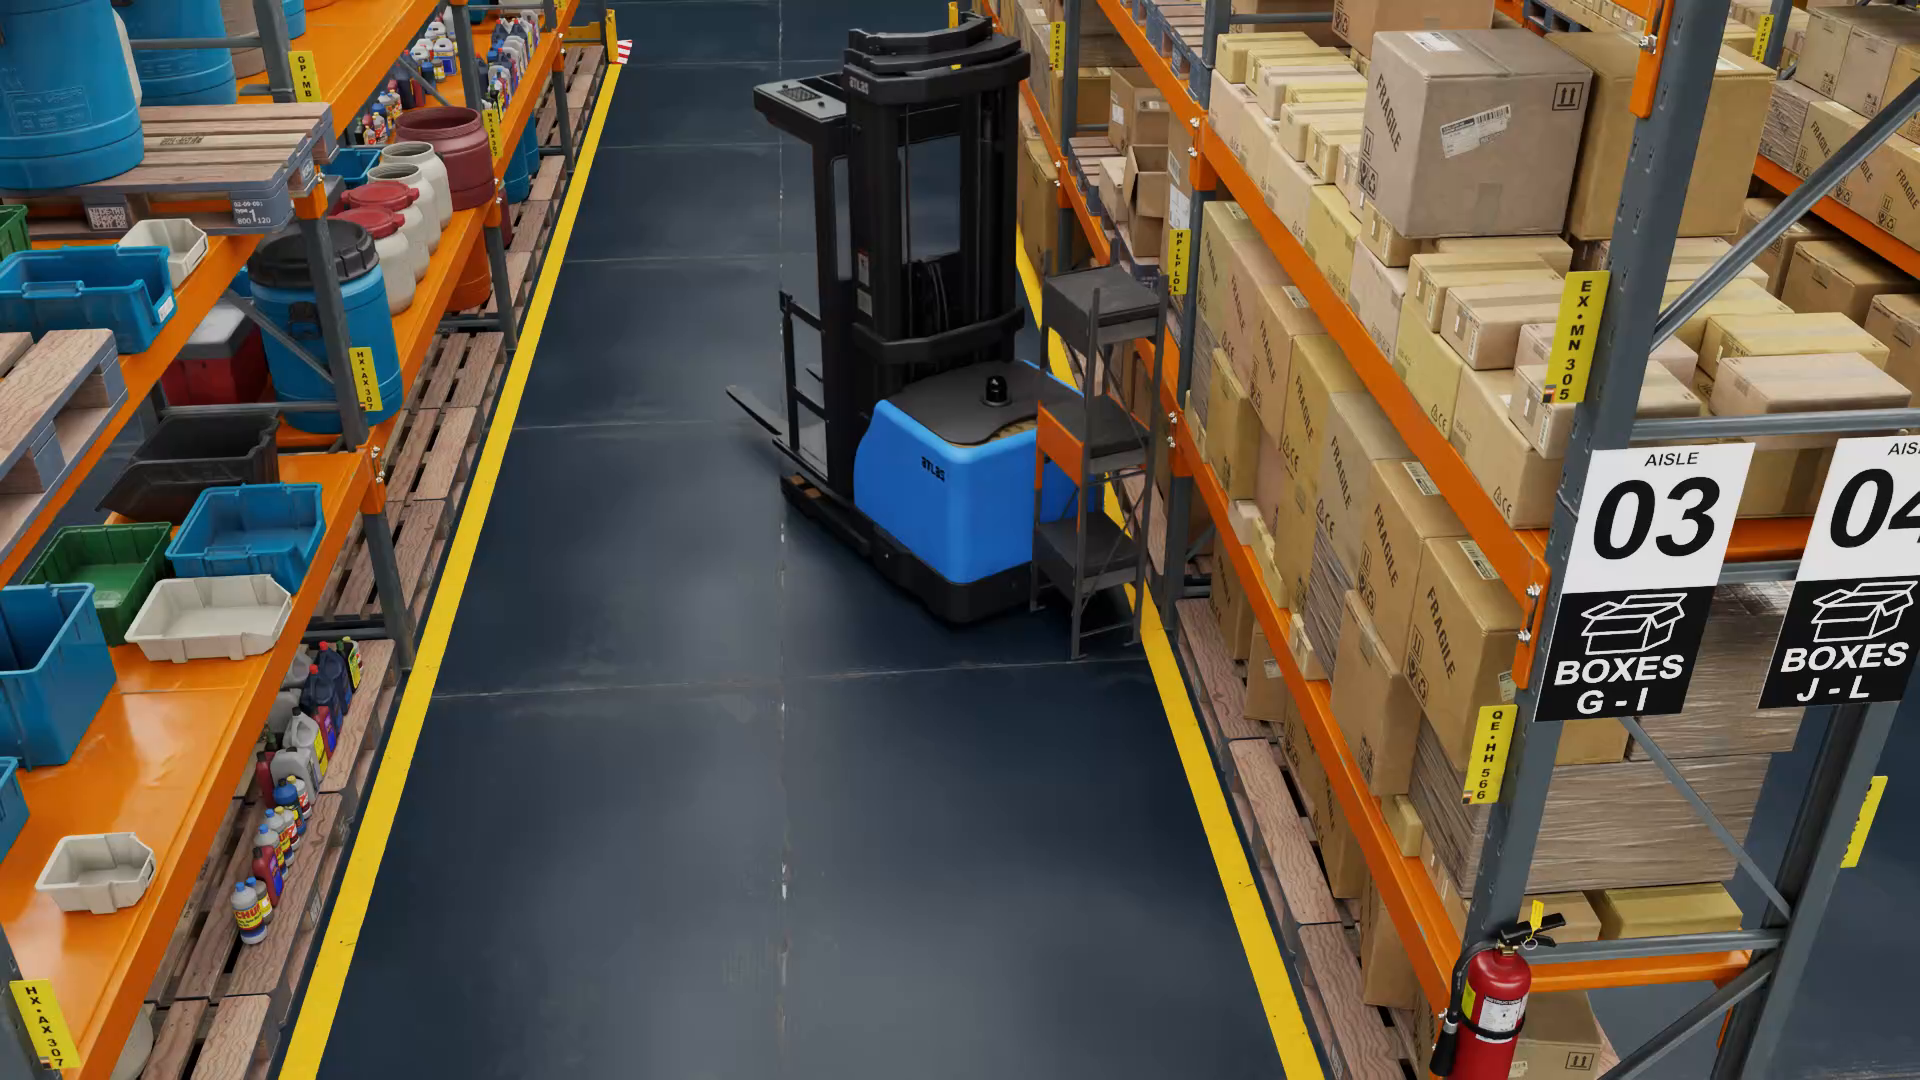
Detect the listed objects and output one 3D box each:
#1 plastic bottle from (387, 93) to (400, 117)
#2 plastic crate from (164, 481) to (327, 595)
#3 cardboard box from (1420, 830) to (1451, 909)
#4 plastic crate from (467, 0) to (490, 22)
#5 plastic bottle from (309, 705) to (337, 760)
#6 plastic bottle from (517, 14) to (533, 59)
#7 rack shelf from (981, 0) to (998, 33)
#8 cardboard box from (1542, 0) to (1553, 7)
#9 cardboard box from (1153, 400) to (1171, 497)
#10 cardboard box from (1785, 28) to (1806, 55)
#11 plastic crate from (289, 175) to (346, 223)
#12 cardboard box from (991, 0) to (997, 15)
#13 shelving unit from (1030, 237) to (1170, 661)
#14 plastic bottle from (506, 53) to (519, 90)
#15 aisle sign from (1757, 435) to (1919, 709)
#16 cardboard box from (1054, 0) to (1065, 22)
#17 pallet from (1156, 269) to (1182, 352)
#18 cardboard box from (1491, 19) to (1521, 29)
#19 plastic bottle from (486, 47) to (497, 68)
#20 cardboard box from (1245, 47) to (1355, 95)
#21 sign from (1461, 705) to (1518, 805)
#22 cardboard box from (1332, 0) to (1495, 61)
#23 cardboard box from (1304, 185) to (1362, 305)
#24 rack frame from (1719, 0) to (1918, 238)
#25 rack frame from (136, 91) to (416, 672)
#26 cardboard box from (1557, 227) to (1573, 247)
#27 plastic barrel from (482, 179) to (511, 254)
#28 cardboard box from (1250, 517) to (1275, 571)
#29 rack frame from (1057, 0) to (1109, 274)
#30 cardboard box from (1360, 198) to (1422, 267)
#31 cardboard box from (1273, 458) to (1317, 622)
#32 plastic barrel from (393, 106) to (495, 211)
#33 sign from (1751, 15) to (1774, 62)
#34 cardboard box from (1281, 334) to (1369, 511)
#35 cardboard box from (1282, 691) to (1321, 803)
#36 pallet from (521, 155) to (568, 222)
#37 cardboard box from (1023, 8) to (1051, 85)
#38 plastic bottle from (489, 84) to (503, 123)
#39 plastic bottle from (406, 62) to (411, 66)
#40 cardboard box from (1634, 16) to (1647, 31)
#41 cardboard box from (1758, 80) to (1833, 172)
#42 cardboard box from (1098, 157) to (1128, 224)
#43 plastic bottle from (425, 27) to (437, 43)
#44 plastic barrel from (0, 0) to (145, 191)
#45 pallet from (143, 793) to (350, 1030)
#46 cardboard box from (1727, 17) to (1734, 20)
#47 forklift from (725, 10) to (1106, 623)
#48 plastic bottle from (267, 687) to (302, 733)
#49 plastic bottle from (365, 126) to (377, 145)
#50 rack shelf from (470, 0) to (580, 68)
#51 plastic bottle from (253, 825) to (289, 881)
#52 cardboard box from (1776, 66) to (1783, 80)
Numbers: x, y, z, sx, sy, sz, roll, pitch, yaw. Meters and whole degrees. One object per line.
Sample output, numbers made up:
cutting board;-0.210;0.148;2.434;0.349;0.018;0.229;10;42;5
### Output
plastic bottle;-4.247;-3.234;12.432;0.097;0.201;0.097;0;31;0
plastic crate;-2.968;0.001;6.968;0.499;0.251;0.616;-3;31;-5
cardboard box;1.708;1.035;5.338;0.380;0.149;0.250;-3;31;-5
plastic crate;-4.473;-4.940;15.052;0.392;0.384;0.575;-3;31;-5
plastic bottle;-2.920;0.857;7.610;0.061;0.283;0.133;-1;31;-1
plastic bottle;-3.678;-4.224;13.945;0.144;0.351;0.185;-3;31;-5
rack shelf;0.655;-5.649;16.983;1.077;0.370;4.000;-3;31;-5
cardboard box;5.400;-4.831;14.747;0.380;0.149;0.250;-2;31;-4
cardboard box;1.528;-0.527;9.715;0.700;0.500;0.500;-3;31;-5
cardboard box;6.313;-3.656;12.200;0.380;0.149;0.250;-3;31;-5
plastic crate;-3.869;-1.845;9.851;0.402;0.464;0.583;-3;31;-5
cardboard box;0.487;-4.969;15.388;0.380;0.149;0.250;-3;31;-4
shelving unit;0.677;-0.421;8.394;0.431;2.100;0.503;-13;35;-21
plastic bottle;-3.548;-3.716;13.160;0.061;0.283;0.133;-3;31;-5
aisle sign;2.267;0.091;4.137;0.394;0.787;0.004;-3;31;-5
cardboard box;1.105;-4.075;12.571;0.797;0.503;0.637;-2;31;-3
pallet;1.663;-1.167;8.965;1.003;0.211;1.213;-3;31;-5
cardboard box;5.790;-5.452;17.742;0.380;0.149;0.250;-4;31;-6
plastic bottle;-3.738;-3.812;13.332;0.097;0.271;0.097;0;31;0
cardboard box;1.405;-1.933;6.894;0.380;0.149;0.250;-4;31;-7
sign;1.409;0.574;4.427;0.100;0.325;0.005;-3;31;-5
cardboard box;1.885;-2.308;6.888;0.500;0.500;0.500;-4;31;-6
cardboard box;1.524;-1.041;5.788;0.500;0.250;0.500;-3;31;-5
rack frame;6.163;-3.080;11.982;1.000;3.000;0.127;-3;31;-5
rack frame;-3.342;-0.615;7.854;1.000;3.000;0.127;-3;31;-5
cardboard box;2.080;-1.022;5.368;0.380;0.149;0.250;-4;31;-7
plastic barrel;-3.884;-2.628;13.166;0.600;0.588;0.708;-3;31;-5
cardboard box;1.451;0.017;7.041;0.380;0.149;0.250;-3;31;-5
rack frame;1.216;-2.894;11.670;1.000;3.000;0.127;-3;31;-5
cardboard box;1.512;-0.996;5.324;0.380;0.149;0.250;-4;31;-7
cardboard box;1.734;-0.025;6.480;0.875;0.500;0.500;-3;31;-5
plastic barrel;-3.371;-2.493;10.866;0.600;0.536;0.708;-3;31;-5
sign;5.624;-3.513;11.654;0.100;0.325;0.005;-3;31;-5
cardboard box;1.530;-0.445;6.207;0.500;0.500;0.500;-3;31;-5
cardboard box;1.784;0.852;7.426;0.500;0.500;0.500;-5;31;-9
pallet;-4.059;-3.106;14.744;1.003;0.211;1.213;-3;31;-5
cardboard box;0.784;-3.957;13.352;0.500;0.500;0.500;-2;31;-4
plastic bottle;-3.466;-3.268;12.410;0.061;0.283;0.133;-3;31;-5
plastic bottle;-4.254;-3.542;12.868;0.061;0.283;0.133;-3;31;-5
cardboard box;5.566;-4.036;13.128;0.380;0.149;0.250;-3;31;-5
cardboard box;5.936;-2.881;11.551;0.500;0.500;0.500;-2;31;-4
cardboard box;1.143;-2.143;10.150;0.500;0.250;0.500;-4;31;-6
plastic bottle;-4.408;-4.142;13.885;0.097;0.271;0.097;0;31;0
plastic barrel;-3.356;-1.785;5.989;0.600;0.901;0.708;-3;31;-5
pallet;-3.204;1.552;6.946;1.003;0.211;1.213;-3;31;-5
cardboard box;5.615;-3.898;12.607;0.380;0.149;0.250;-2;31;-3
forklift;-0.431;-1.528;9.449;1.130;2.935;3.031;-19;36;-29
plastic bottle;-3.122;0.799;7.715;0.152;0.276;0.135;-3;31;-5
plastic bottle;-4.171;-2.818;11.736;0.097;0.201;0.097;0;31;0
rack shelf;-4.276;-5.411;16.586;1.077;0.370;4.000;-3;31;-5
plastic bottle;-2.859;1.294;6.890;0.097;0.271;0.097;0;31;0
cardboard box;6.297;-3.528;12.567;0.380;0.149;0.250;-1;31;-2
